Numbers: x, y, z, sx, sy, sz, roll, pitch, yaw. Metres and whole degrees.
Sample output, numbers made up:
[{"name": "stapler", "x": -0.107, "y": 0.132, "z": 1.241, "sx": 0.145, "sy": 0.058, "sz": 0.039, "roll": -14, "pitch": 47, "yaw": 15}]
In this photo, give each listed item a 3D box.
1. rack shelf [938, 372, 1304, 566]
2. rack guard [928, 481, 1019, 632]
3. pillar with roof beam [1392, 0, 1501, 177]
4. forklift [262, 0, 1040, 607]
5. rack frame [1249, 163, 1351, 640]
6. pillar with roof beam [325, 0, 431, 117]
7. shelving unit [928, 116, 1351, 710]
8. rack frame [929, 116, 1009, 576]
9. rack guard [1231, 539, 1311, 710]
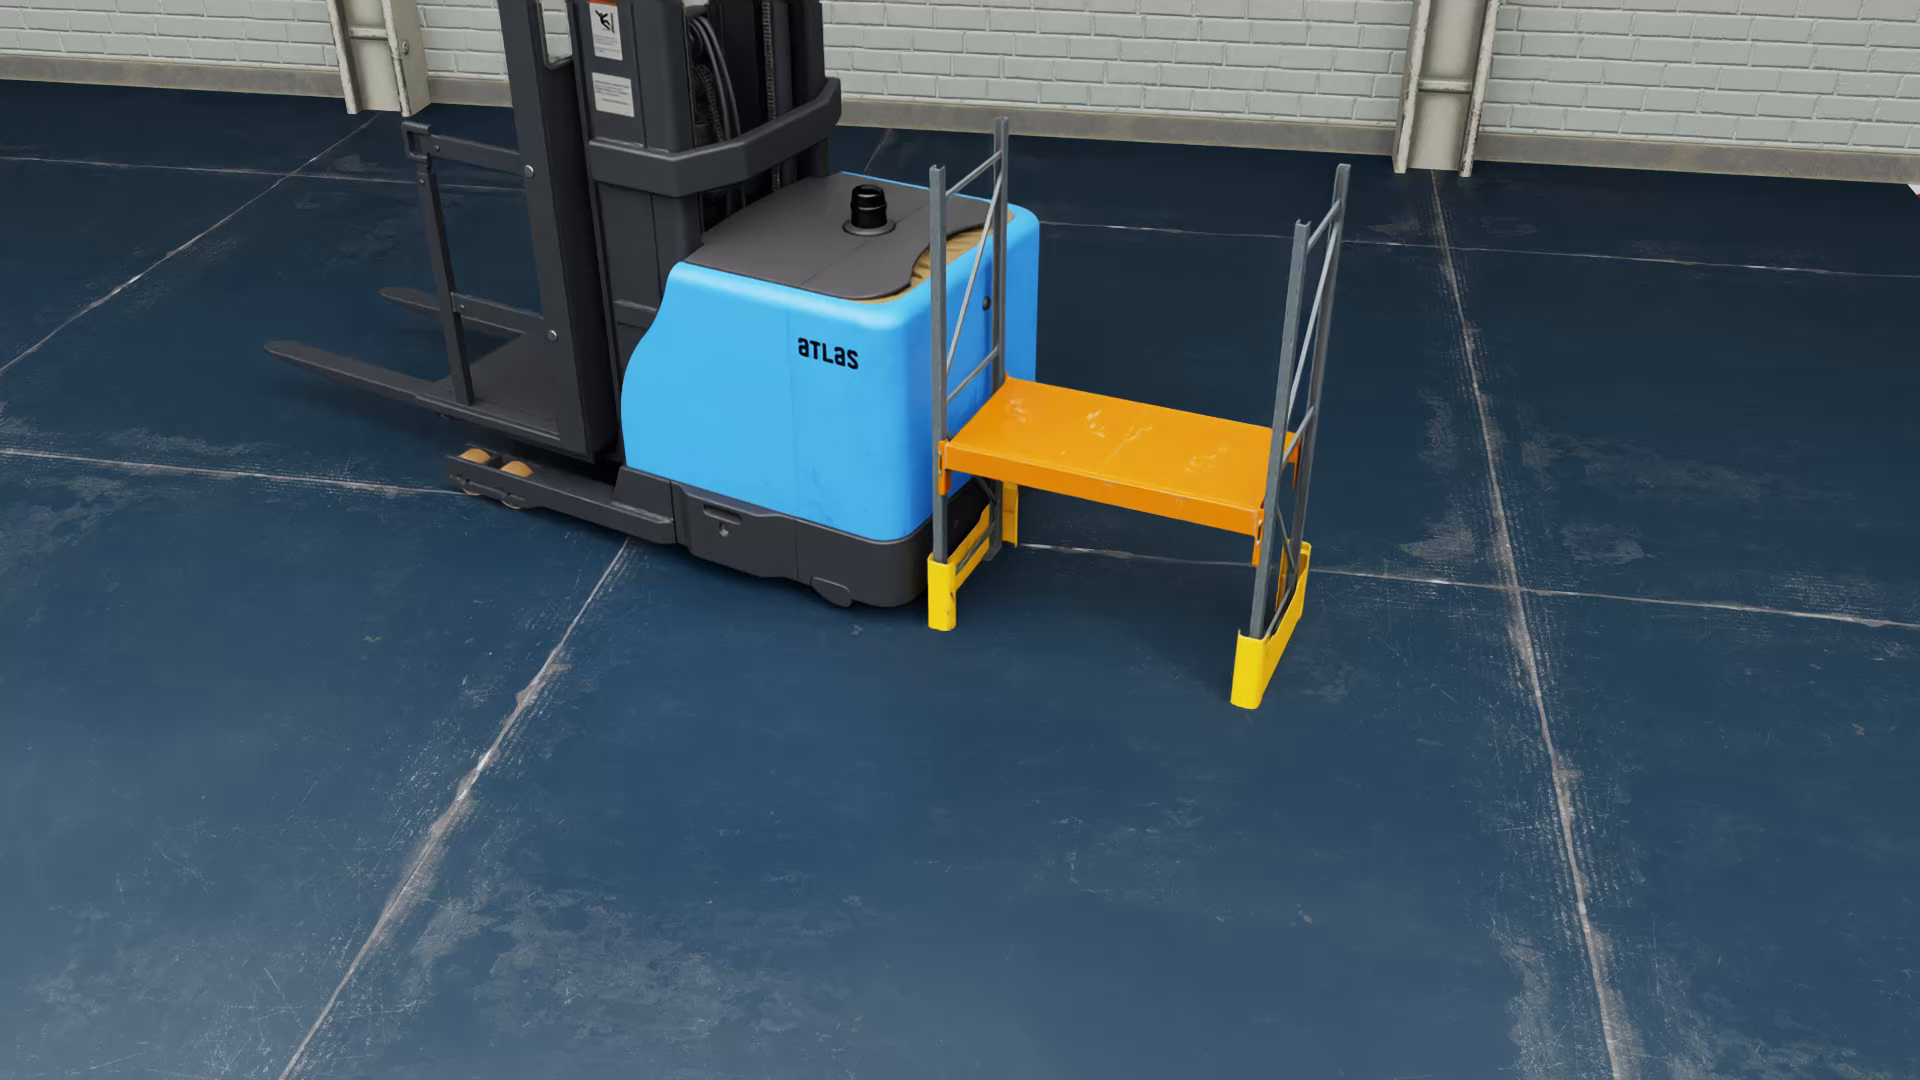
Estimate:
[{"name": "rack shelf", "x": 0.495, "y": -0.235, "z": 5.050, "sx": 1.000, "sy": 0.185, "sz": 0.538, "roll": 13, "pitch": 34, "yaw": 20}, {"name": "rack guard", "x": 0.048, "y": 0.038, "z": 5.454, "sx": 0.087, "sy": 0.250, "sz": 0.587, "roll": 13, "pitch": 34, "yaw": 20}, {"name": "pillar with roof beam", "x": 1.820, "y": -3.590, "z": 3.004, "sx": 0.400, "sy": 9.000, "sz": 9.100, "roll": 5, "pitch": 32, "yaw": 8}, {"name": "forklift", "x": -1.263, "y": -1.580, "z": 5.512, "sx": 3.031, "sy": 2.935, "sz": 1.130, "roll": 16, "pitch": 36, "yaw": 24}, {"name": "rack frame", "x": 0.960, "y": -0.278, "z": 4.780, "sx": 0.032, "sy": 1.500, "sz": 0.500, "roll": 13, "pitch": 34, "yaw": 20}, {"name": "pillar with roof beam", "x": -4.095, "y": -4.125, "z": 3.859, "sx": 0.400, "sy": 9.000, "sz": 9.100, "roll": 5, "pitch": 32, "yaw": 8}, {"name": "shelving unit", "x": 0.504, "y": -0.385, "z": 4.952, "sx": 1.083, "sy": 1.500, "sz": 0.587, "roll": 13, "pitch": 34, "yaw": 20}, {"name": "rack frame", "x": 0.030, "y": -0.496, "z": 5.129, "sx": 0.032, "sy": 1.500, "sz": 0.500, "roll": 13, "pitch": 34, "yaw": 20}, {"name": "rack guard", "x": 0.959, "y": 0.252, "z": 5.112, "sx": 0.087, "sy": 0.250, "sz": 0.587, "roll": 13, "pitch": 34, "yaw": 20}]
